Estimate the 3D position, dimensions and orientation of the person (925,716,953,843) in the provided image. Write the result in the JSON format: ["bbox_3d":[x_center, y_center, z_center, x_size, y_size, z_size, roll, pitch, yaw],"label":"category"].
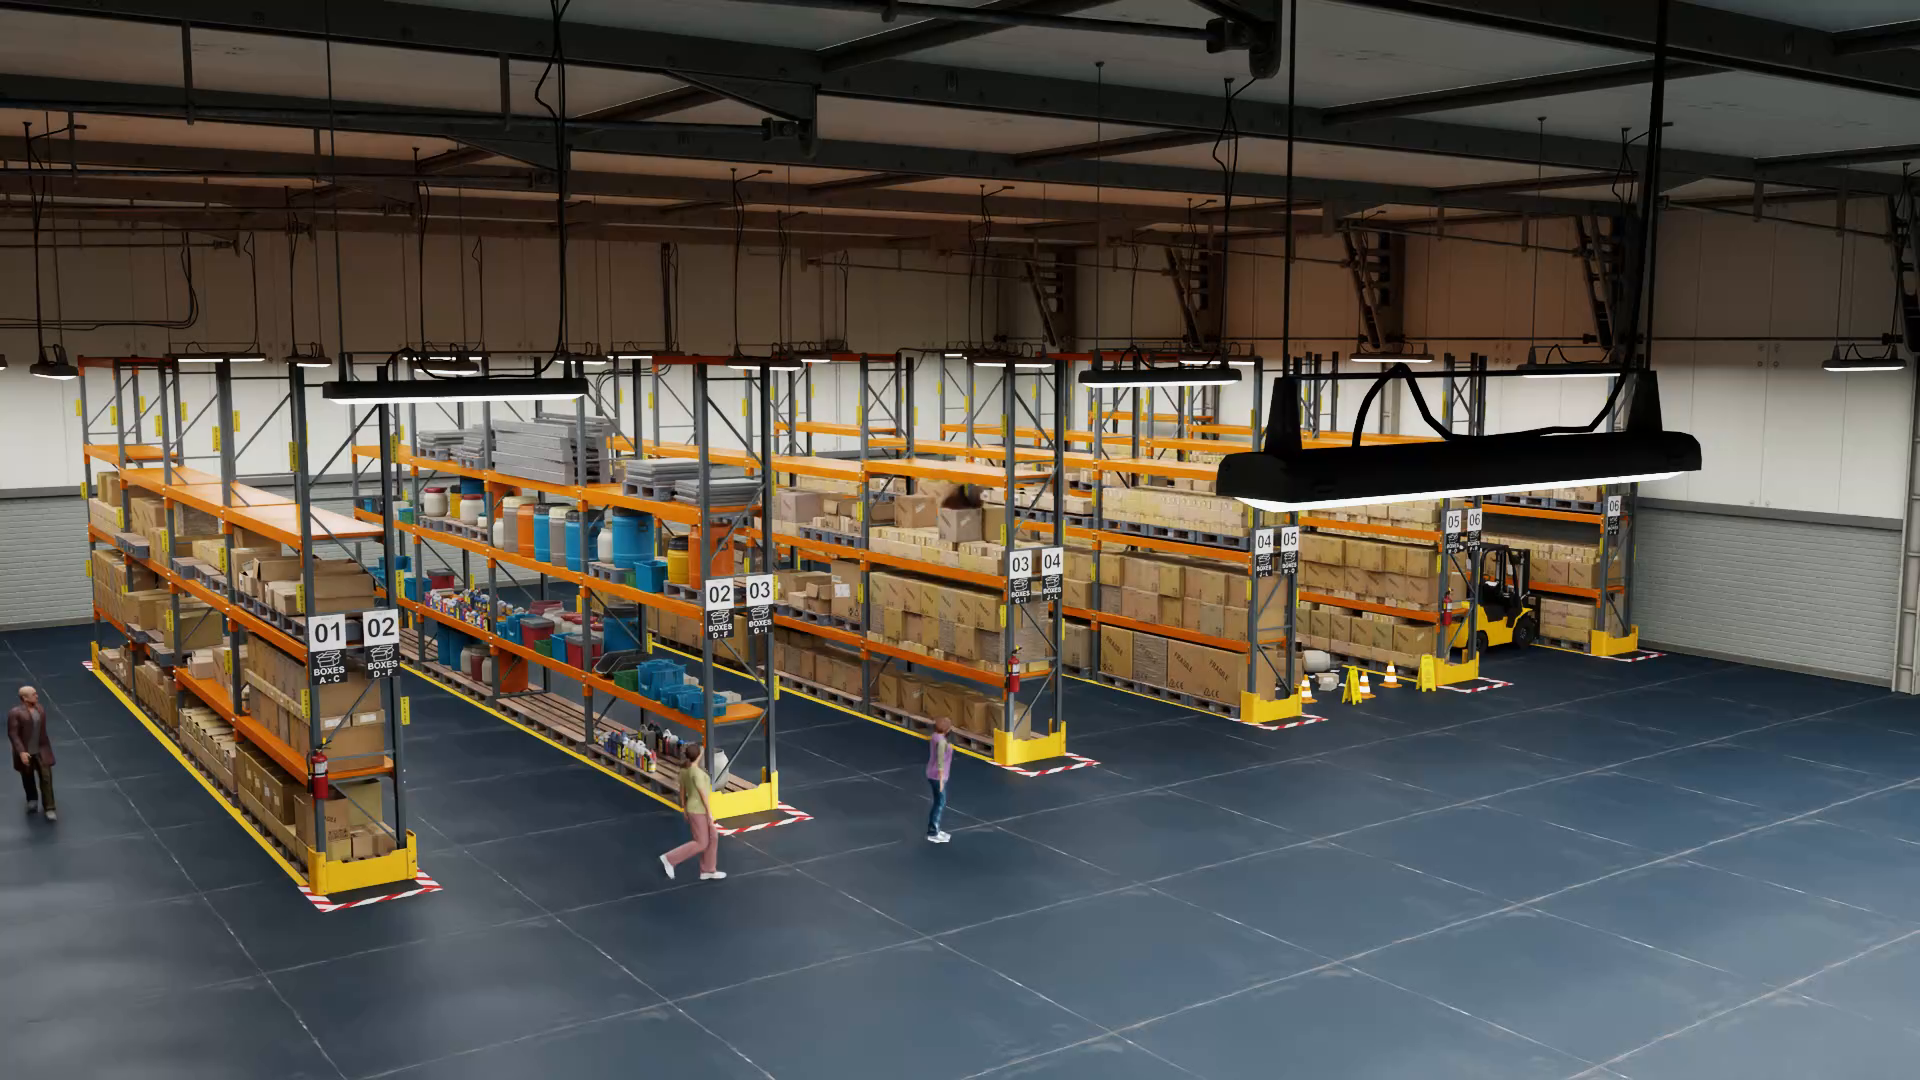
[{"bbox_3d":[-0.268,3.008,20.965,0.339,1.610,0.448,-1,7,-11],"label":"person"}]

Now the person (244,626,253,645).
[{"bbox_3d":[-13.026,1.706,30.761,0.422,1.790,0.630,-5,9,-36],"label":"person"}]

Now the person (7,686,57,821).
[{"bbox_3d":[-12.277,2.790,21.976,0.535,1.732,1.068,-6,9,-40],"label":"person"}]

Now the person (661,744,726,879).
[{"bbox_3d":[-3.113,3.170,19.367,0.750,1.630,0.430,-1,7,-8],"label":"person"}]
